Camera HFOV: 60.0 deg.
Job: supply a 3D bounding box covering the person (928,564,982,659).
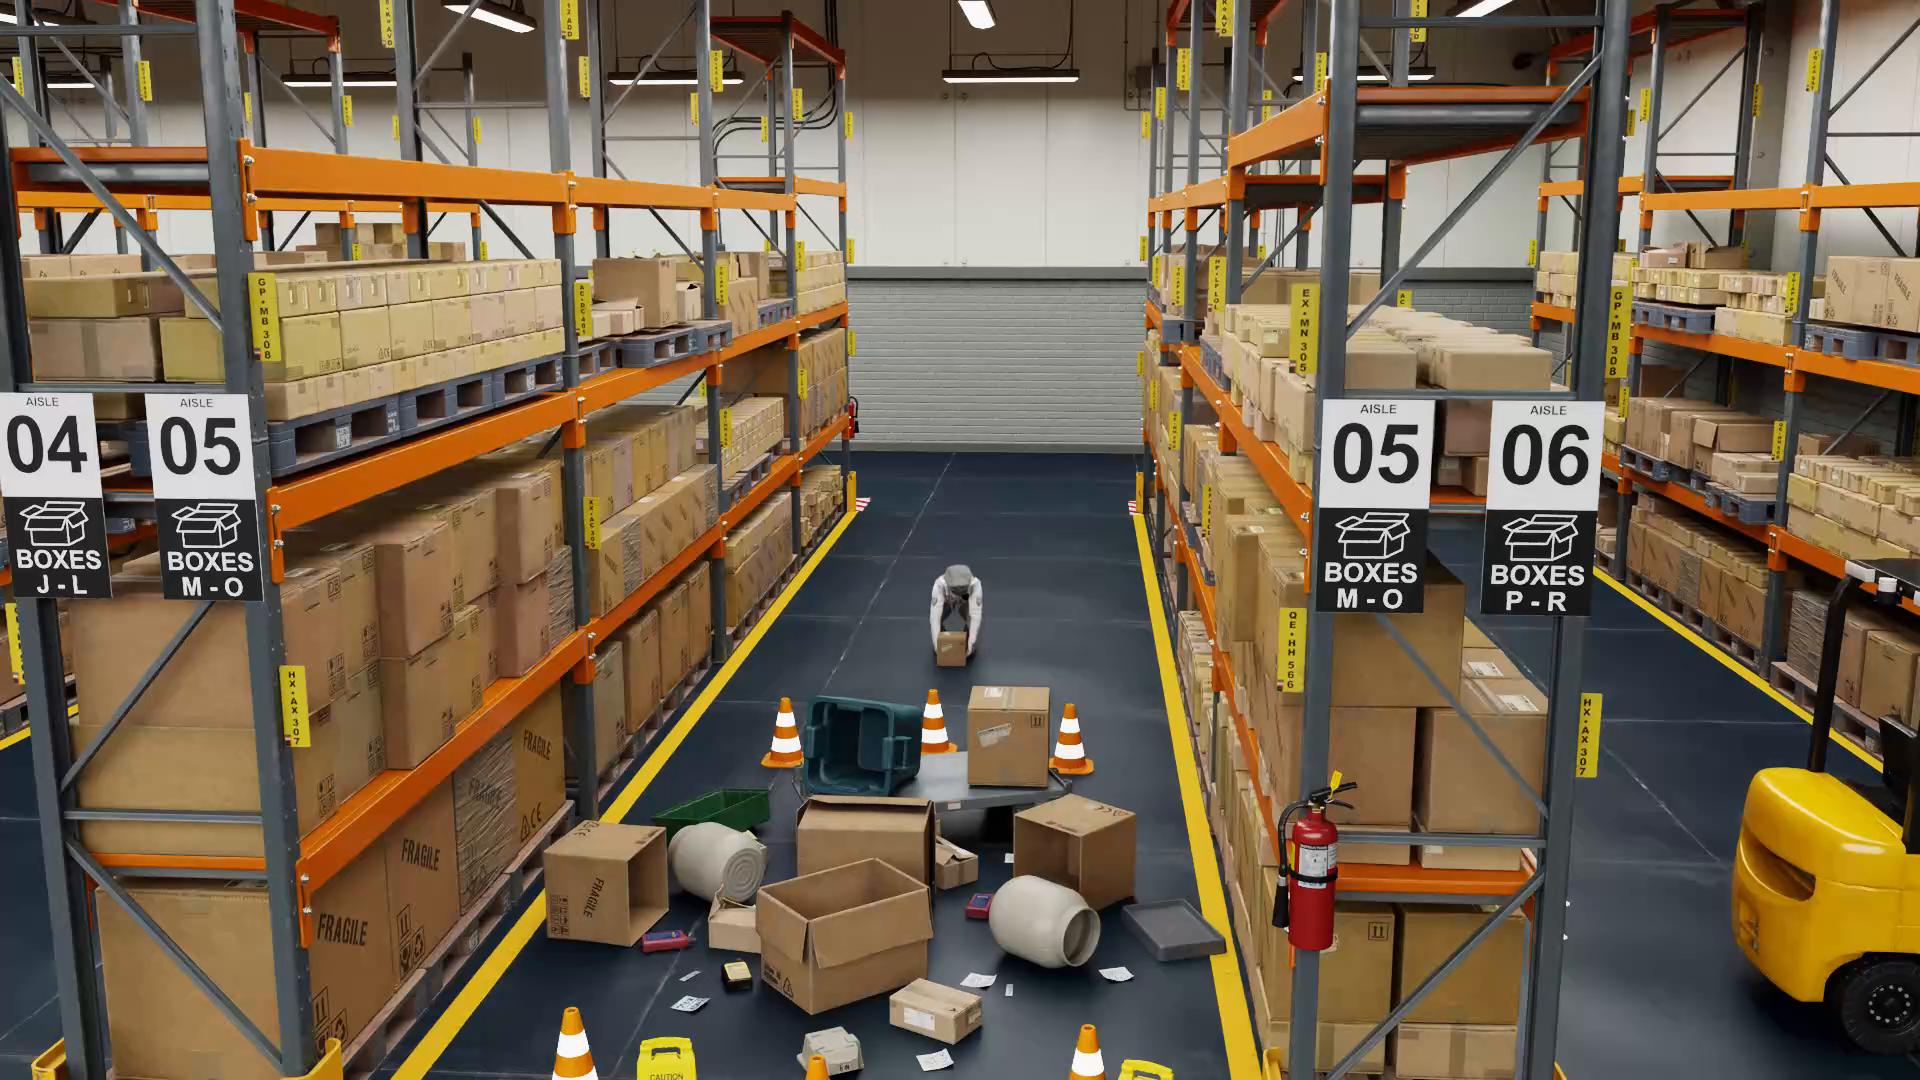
[{"bbox_3d":[-0.040,0.599,14.924,0.486,0.876,0.857,1,11,4],"label":"person"}]
